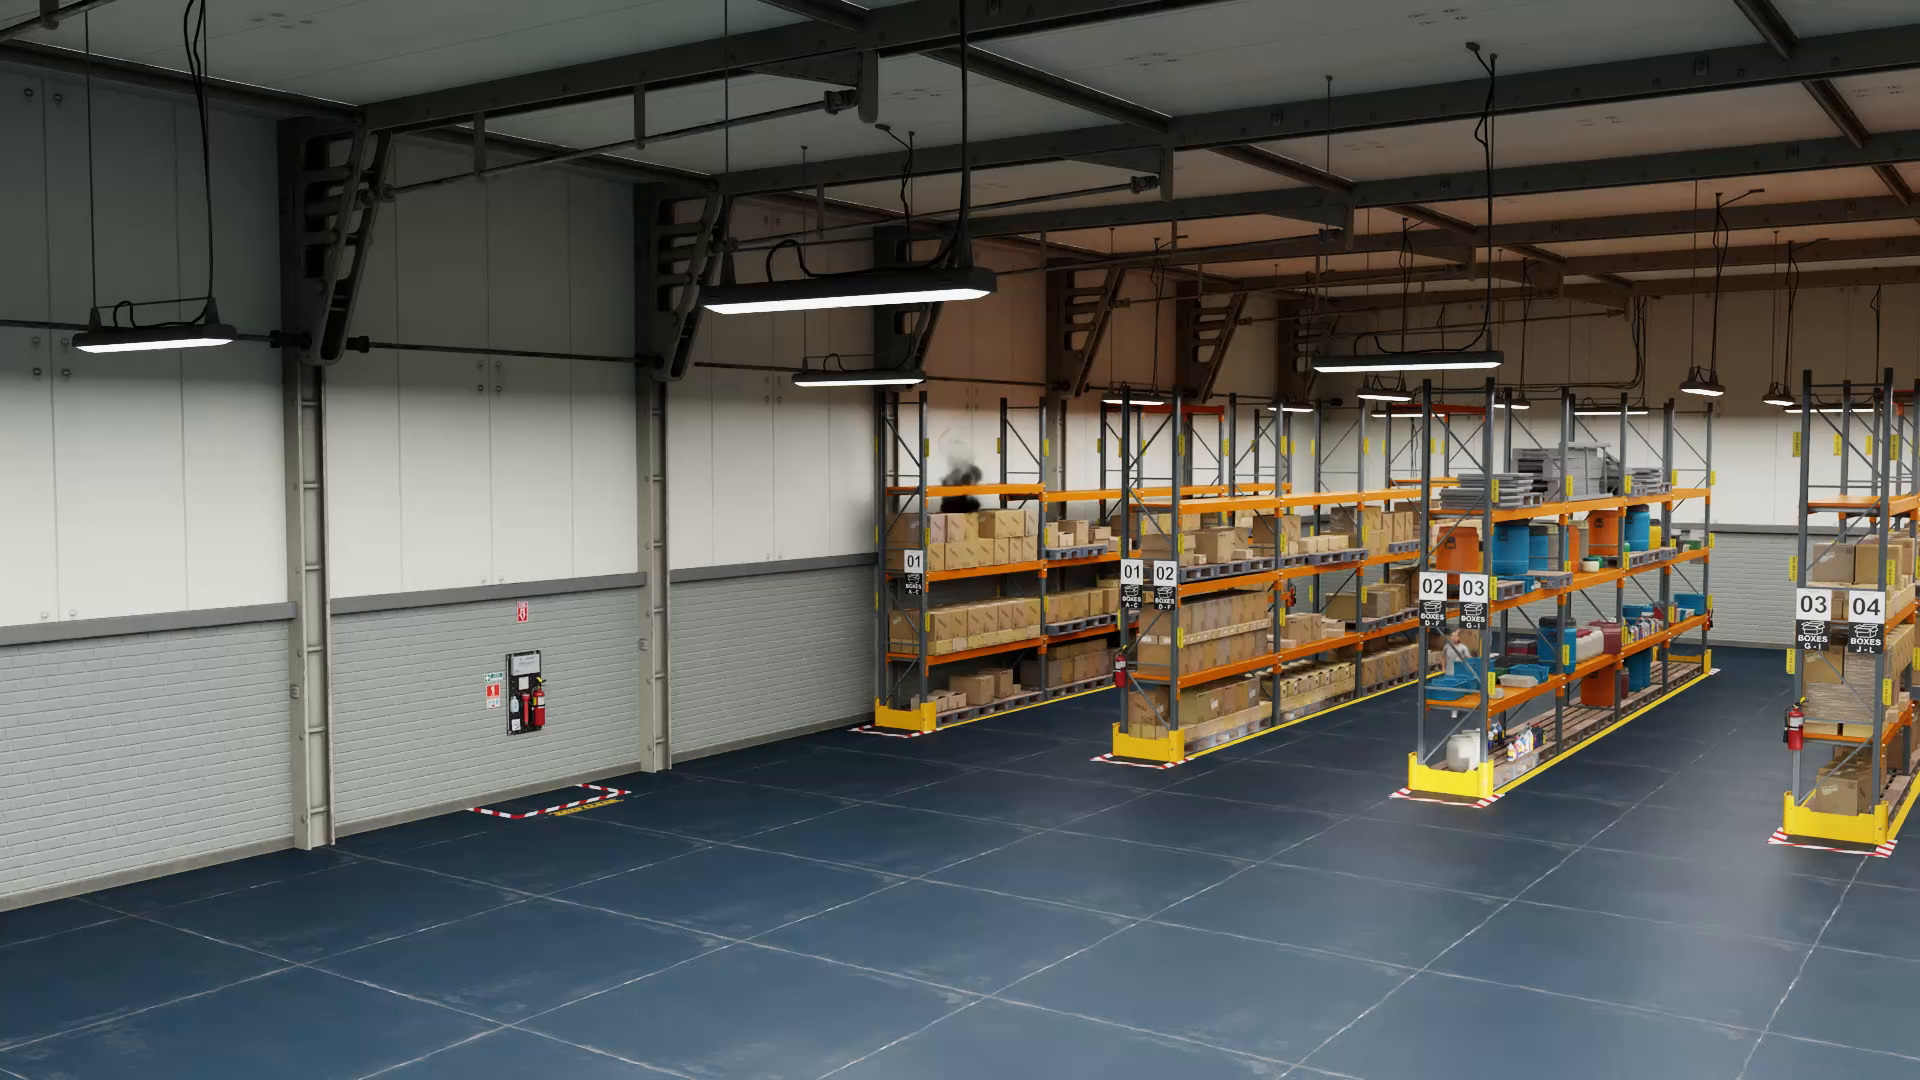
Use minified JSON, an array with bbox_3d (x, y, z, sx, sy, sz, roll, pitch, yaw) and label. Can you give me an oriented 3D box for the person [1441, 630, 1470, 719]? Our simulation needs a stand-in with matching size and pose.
[{"bbox_3d":[9.180,2.475,30.834,0.555,1.626,0.621,2,4,28],"label":"person"}]
